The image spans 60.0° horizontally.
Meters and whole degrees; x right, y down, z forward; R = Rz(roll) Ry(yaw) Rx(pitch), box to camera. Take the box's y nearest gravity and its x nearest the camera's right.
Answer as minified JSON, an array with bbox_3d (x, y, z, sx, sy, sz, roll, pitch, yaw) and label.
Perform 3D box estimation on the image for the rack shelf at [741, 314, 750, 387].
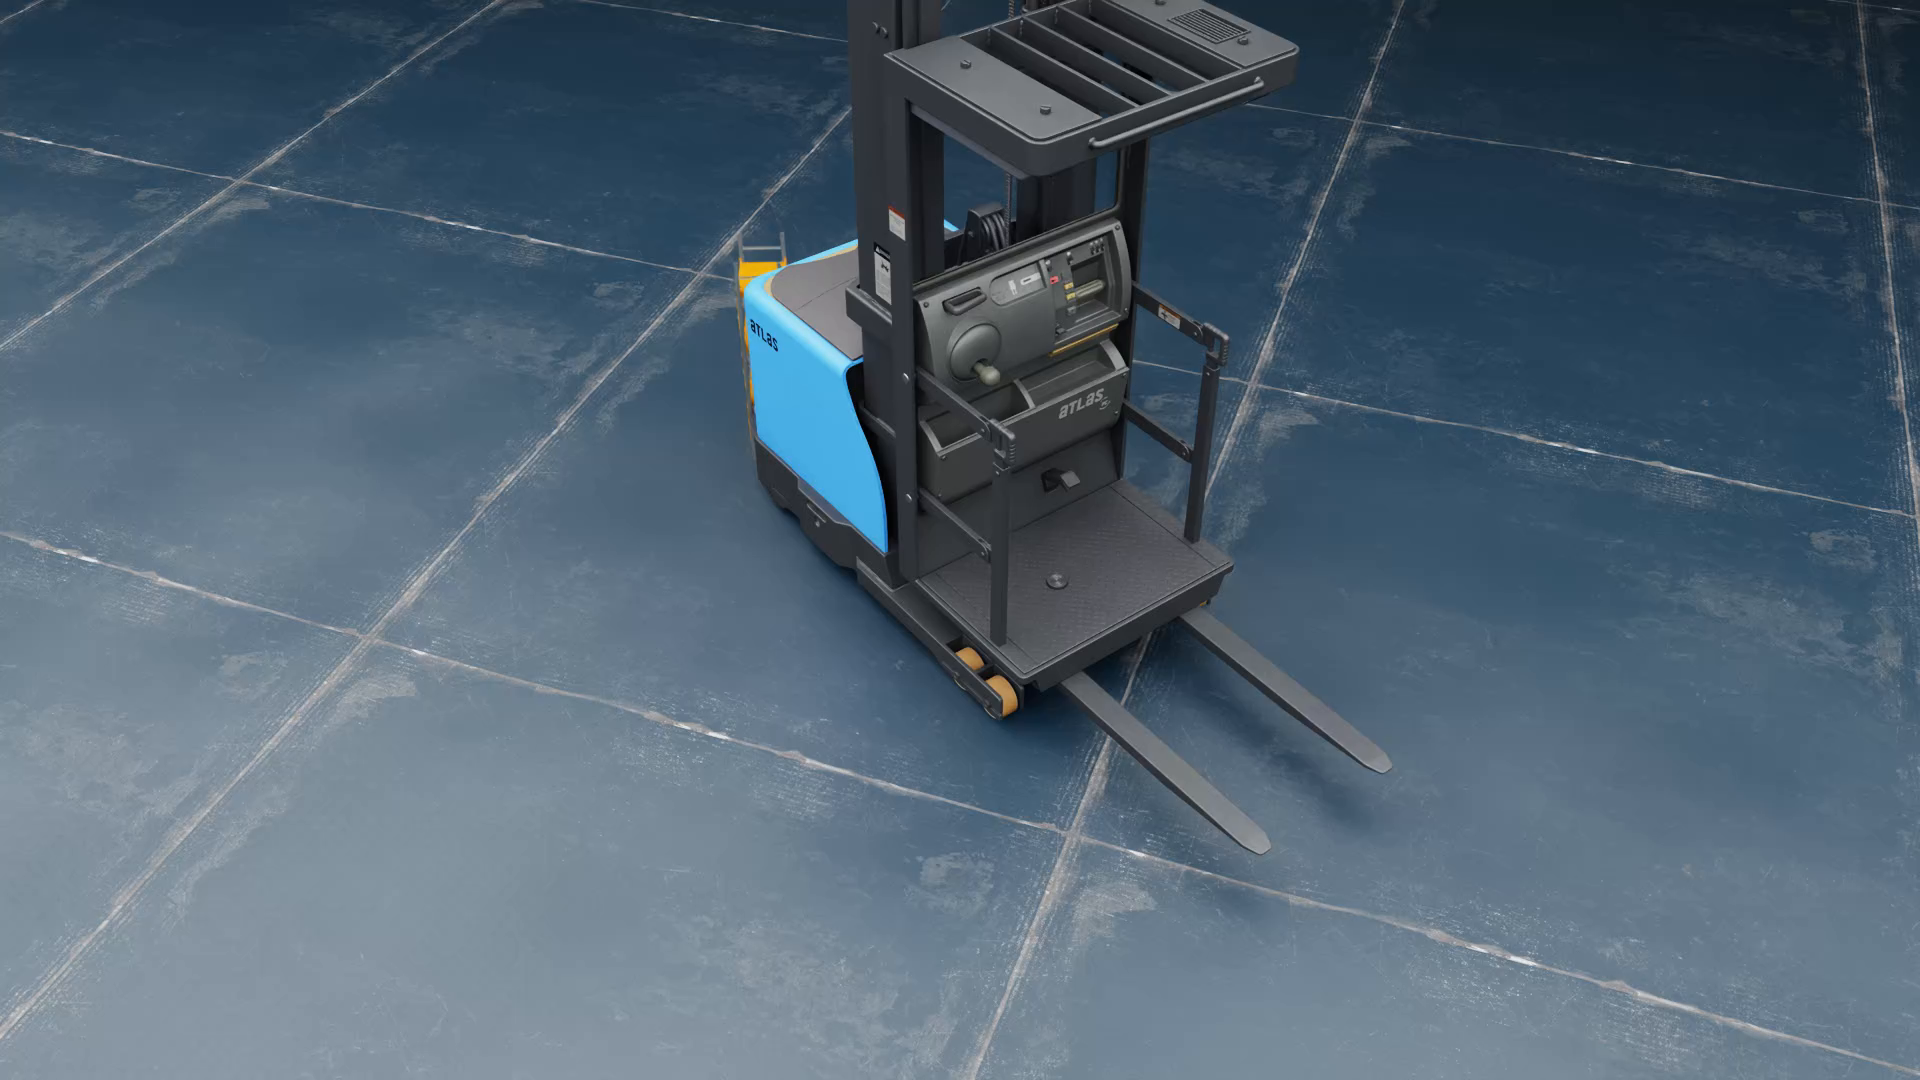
[{"bbox_3d":[-0.858,-0.840,7.441,0.215,0.259,0.240,-1,41,-1],"label":"rack shelf"}]

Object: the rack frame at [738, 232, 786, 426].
[{"bbox_3d":[-0.861,-0.927,7.527,0.200,1.050,0.008,-1,41,-1],"label":"rack frame"}]

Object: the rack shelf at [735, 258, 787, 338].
[{"bbox_3d":[-0.857,-1.055,7.256,0.215,0.259,0.240,-1,41,-1],"label":"rack shelf"}]

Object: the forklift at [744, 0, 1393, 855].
[{"bbox_3d":[0.378,-0.789,5.917,1.130,2.935,3.031,-26,47,-27],"label":"forklift"}]

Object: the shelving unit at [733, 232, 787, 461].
[{"bbox_3d":[-0.858,-0.848,7.434,0.215,1.050,0.252,-1,41,-1],"label":"shelving unit"}]

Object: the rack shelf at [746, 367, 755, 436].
[{"bbox_3d":[-0.858,-0.629,7.622,0.215,0.259,0.240,-1,41,-1],"label":"rack shelf"}]

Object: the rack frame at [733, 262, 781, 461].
[{"bbox_3d":[-0.854,-0.768,7.342,0.200,1.050,0.008,-1,41,-1],"label":"rack frame"}]
